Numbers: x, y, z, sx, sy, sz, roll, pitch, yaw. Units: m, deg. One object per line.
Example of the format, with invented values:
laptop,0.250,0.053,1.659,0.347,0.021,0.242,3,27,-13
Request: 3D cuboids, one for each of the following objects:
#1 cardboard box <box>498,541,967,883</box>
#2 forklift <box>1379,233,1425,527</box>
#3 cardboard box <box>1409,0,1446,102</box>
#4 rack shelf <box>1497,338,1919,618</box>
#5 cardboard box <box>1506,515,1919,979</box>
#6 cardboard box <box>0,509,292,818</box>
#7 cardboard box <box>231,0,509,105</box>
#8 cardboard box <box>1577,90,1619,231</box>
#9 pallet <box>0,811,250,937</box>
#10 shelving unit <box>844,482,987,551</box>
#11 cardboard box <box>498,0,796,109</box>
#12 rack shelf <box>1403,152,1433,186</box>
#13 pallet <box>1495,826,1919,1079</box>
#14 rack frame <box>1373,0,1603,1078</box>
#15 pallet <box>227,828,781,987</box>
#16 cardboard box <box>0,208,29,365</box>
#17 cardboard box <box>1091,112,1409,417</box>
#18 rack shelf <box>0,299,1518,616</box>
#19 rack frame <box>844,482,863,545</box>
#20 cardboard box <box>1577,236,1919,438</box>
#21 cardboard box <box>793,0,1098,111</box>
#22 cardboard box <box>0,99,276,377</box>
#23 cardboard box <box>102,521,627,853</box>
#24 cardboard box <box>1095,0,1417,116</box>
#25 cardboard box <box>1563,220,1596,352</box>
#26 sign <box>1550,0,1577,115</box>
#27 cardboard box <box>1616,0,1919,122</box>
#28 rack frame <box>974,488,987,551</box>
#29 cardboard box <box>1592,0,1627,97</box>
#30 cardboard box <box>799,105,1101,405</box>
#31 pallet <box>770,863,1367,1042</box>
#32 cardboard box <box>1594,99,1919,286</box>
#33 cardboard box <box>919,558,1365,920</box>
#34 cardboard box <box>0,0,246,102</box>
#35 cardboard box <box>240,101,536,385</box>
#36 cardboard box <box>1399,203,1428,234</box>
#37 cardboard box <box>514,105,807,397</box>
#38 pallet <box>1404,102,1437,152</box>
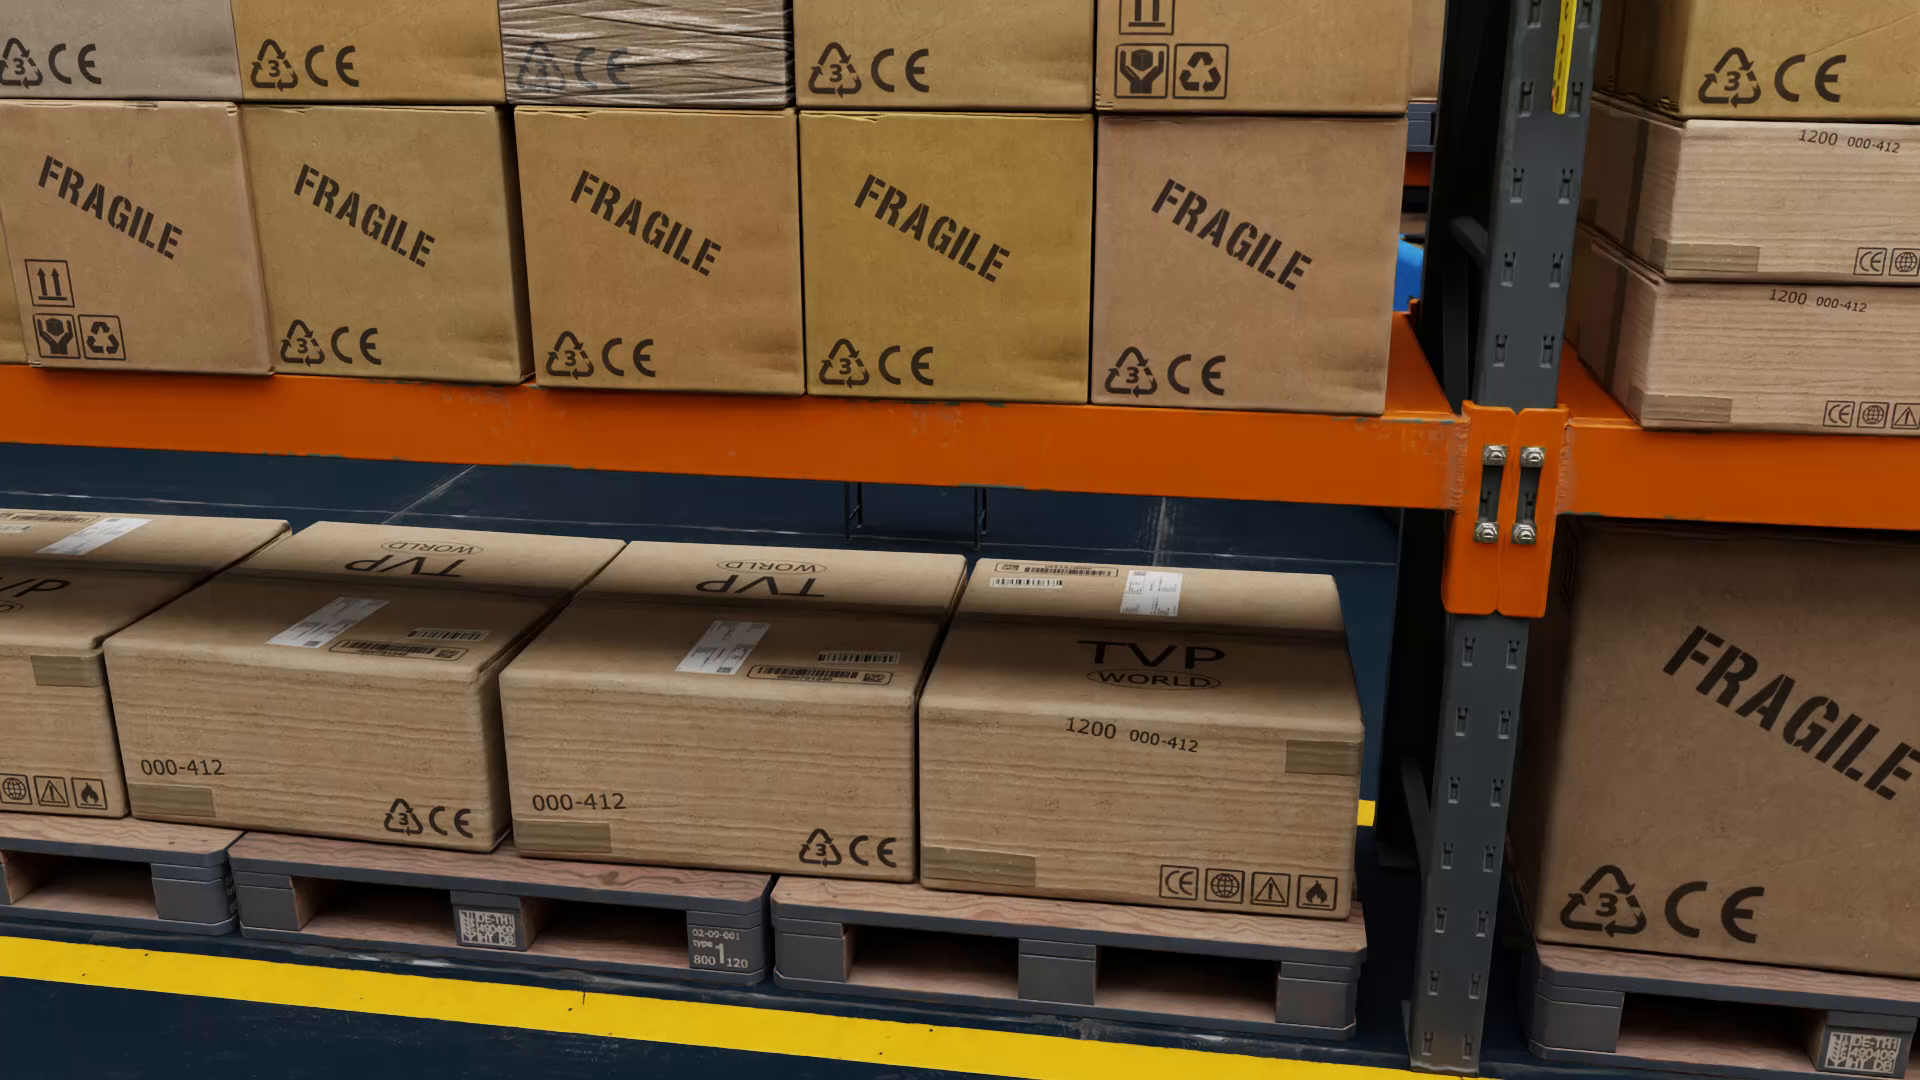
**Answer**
cardboard box,-0.472,0.361,3.873,0.875,0.438,0.875,2,19,7
forklift,3.142,-1.447,6.009,3.031,2.935,1.130,-1,19,-3
cardboard box,2.241,-2.252,7.488,0.500,0.500,0.700,3,19,10
rack shelf,2.989,-0.103,3.018,4.000,0.370,1.077,3,19,9
cardboard box,1.640,0.270,3.457,0.875,0.875,0.875,4,19,10
cardboard box,-2.267,0.272,4.140,0.875,0.438,0.875,2,19,7
cardboard box,-0.992,-1.082,3.077,0.500,0.500,0.500,3,19,9
cardboard box,1.489,-0.765,3.310,0.500,0.250,0.500,3,19,9
pallet,-2.133,0.592,4.202,1.213,0.211,1.003,3,19,9
shelving unit,-0.163,-0.577,6.138,0.503,1.200,0.258,3,19,9
cardboard box,-0.499,-1.055,2.994,0.500,0.500,0.500,3,19,9
rack shelf,3.773,-1.658,7.666,4.000,0.370,1.077,3,19,9
pallet,1.789,0.793,3.601,1.213,0.211,1.003,3,19,9
rack frame,1.015,-0.545,3.204,0.127,3.000,1.000,3,19,9
pallet,-0.932,0.654,4.016,1.213,0.211,1.003,3,19,9
cardboard box,-2.002,-0.663,3.399,0.500,0.500,0.500,3,19,8
cardboard box,0.516,-0.536,3.019,0.500,0.500,0.500,3,19,9
rack shelf,-0.960,-0.304,3.619,4.000,0.370,1.077,3,19,9
rack frame,-0.404,-0.590,6.174,0.015,1.200,0.240,3,19,9
cardboard box,1.407,-0.369,2.915,0.500,0.250,0.500,2,19,7
cardboard box,0.005,-1.032,2.926,0.500,0.500,0.500,3,19,8
cardboard box,-1.503,-0.632,3.306,0.500,0.500,0.500,3,19,8
cardboard box,-1.362,0.315,4.011,0.875,0.438,0.875,3,19,10
cardboard box,0.505,-1.004,2.842,0.500,0.500,0.500,3,19,8
cardboard box,1.498,-0.530,3.397,0.500,0.250,0.500,2,19,7
sign,0.928,-0.819,2.535,0.005,0.325,0.100,3,19,9
cardboard box,1.404,-0.954,2.695,0.500,0.500,0.500,3,19,9
rack frame,0.077,-0.565,6.101,0.015,1.200,0.240,3,19,9
cardboard box,1.496,-1.123,3.198,0.500,0.500,0.500,4,19,10
cardboard box,0.007,-0.560,3.091,0.500,0.500,0.500,2,19,7
pallet,0.276,0.715,3.835,1.213,0.211,1.003,3,19,9
cardboard box,1.404,-0.600,2.819,0.500,0.250,0.500,2,19,7
cardboard box,0.412,0.406,3.739,0.875,0.438,0.875,3,19,8
cardboard box,-1.485,-1.107,3.151,0.500,0.500,0.500,3,19,8
cardboard box,-1.006,-0.612,3.246,0.500,0.500,0.500,4,19,10
cardboard box,2.120,-1.480,7.786,0.250,0.149,0.380,3,19,8
cardboard box,-0.491,-0.581,3.153,0.500,0.500,0.500,3,19,8
pallet,2.570,-1.935,7.661,1.213,0.211,1.003,3,19,9
